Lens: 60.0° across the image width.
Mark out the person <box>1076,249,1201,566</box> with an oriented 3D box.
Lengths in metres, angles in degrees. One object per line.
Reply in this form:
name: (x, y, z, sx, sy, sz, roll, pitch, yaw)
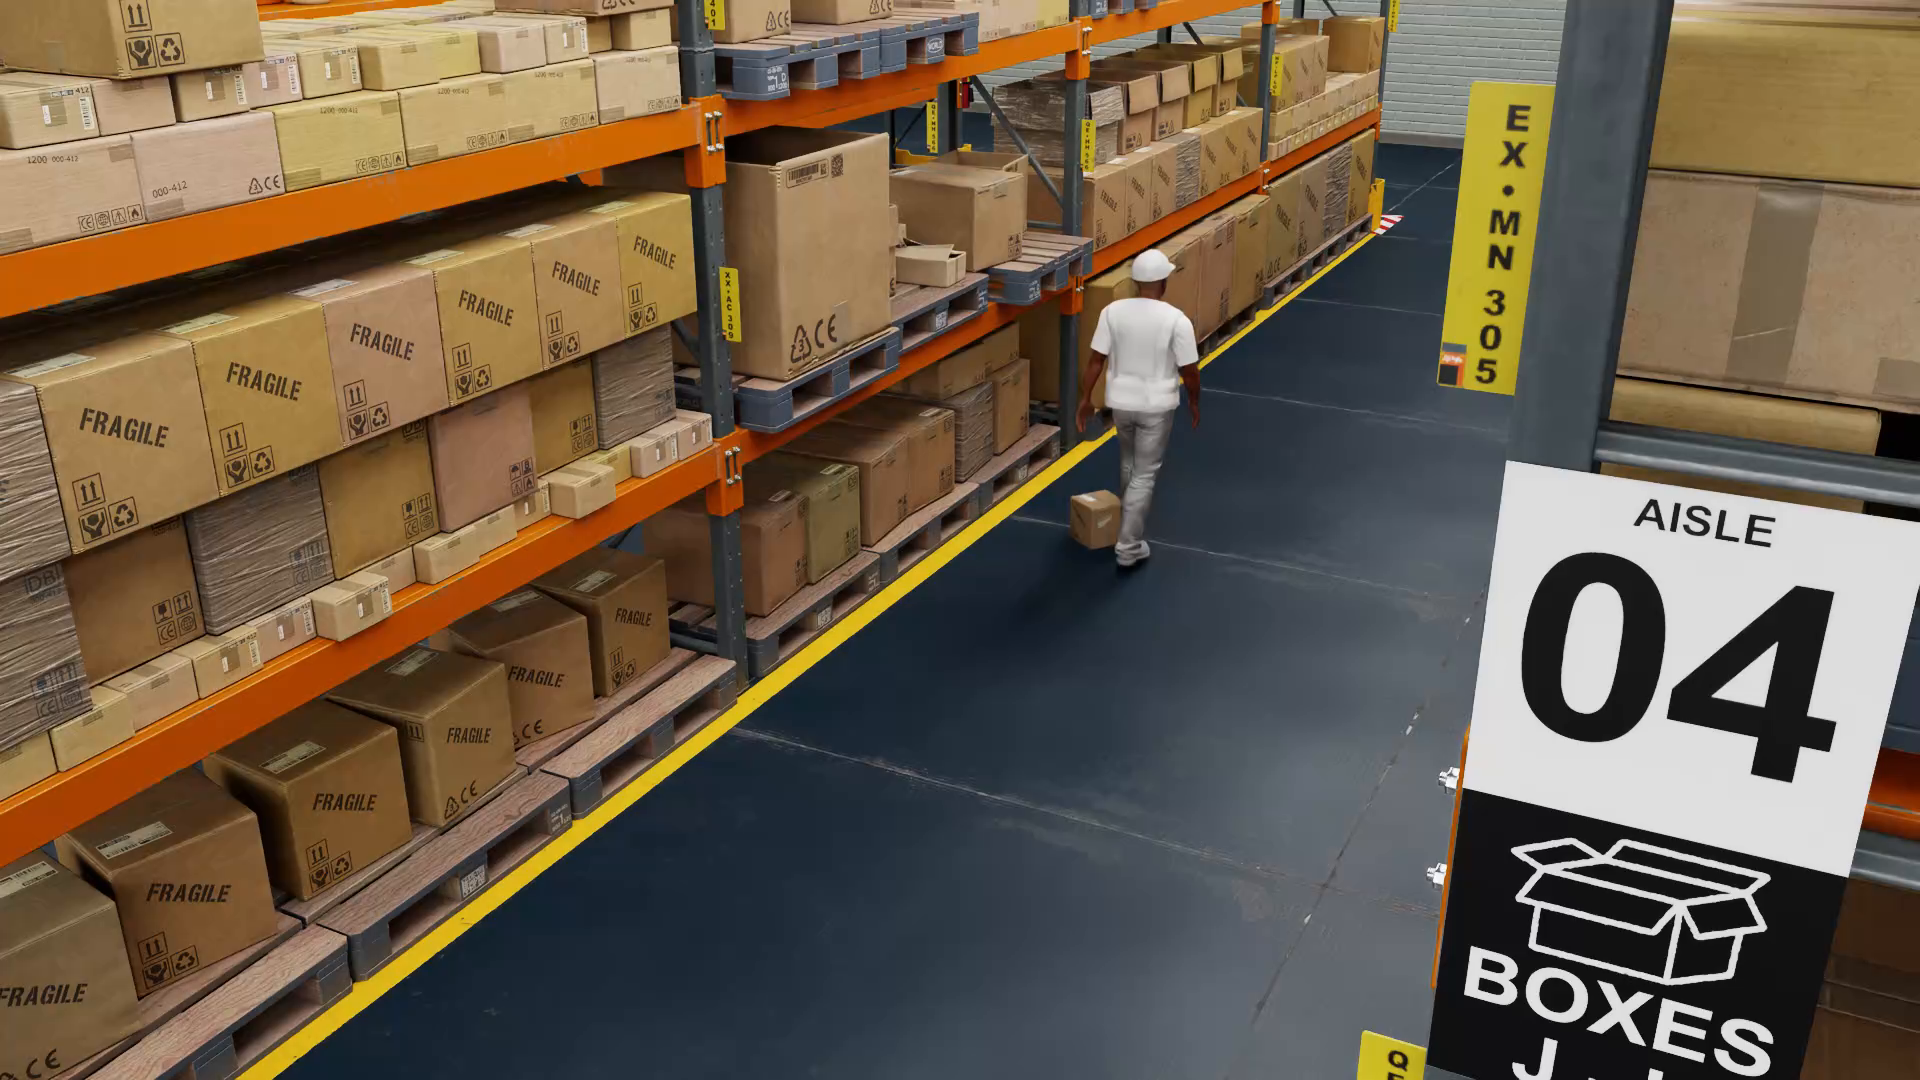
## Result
person: (1.027, -0.741, 9.391, 0.634, 1.810, 0.780, 12, 26, 27)
